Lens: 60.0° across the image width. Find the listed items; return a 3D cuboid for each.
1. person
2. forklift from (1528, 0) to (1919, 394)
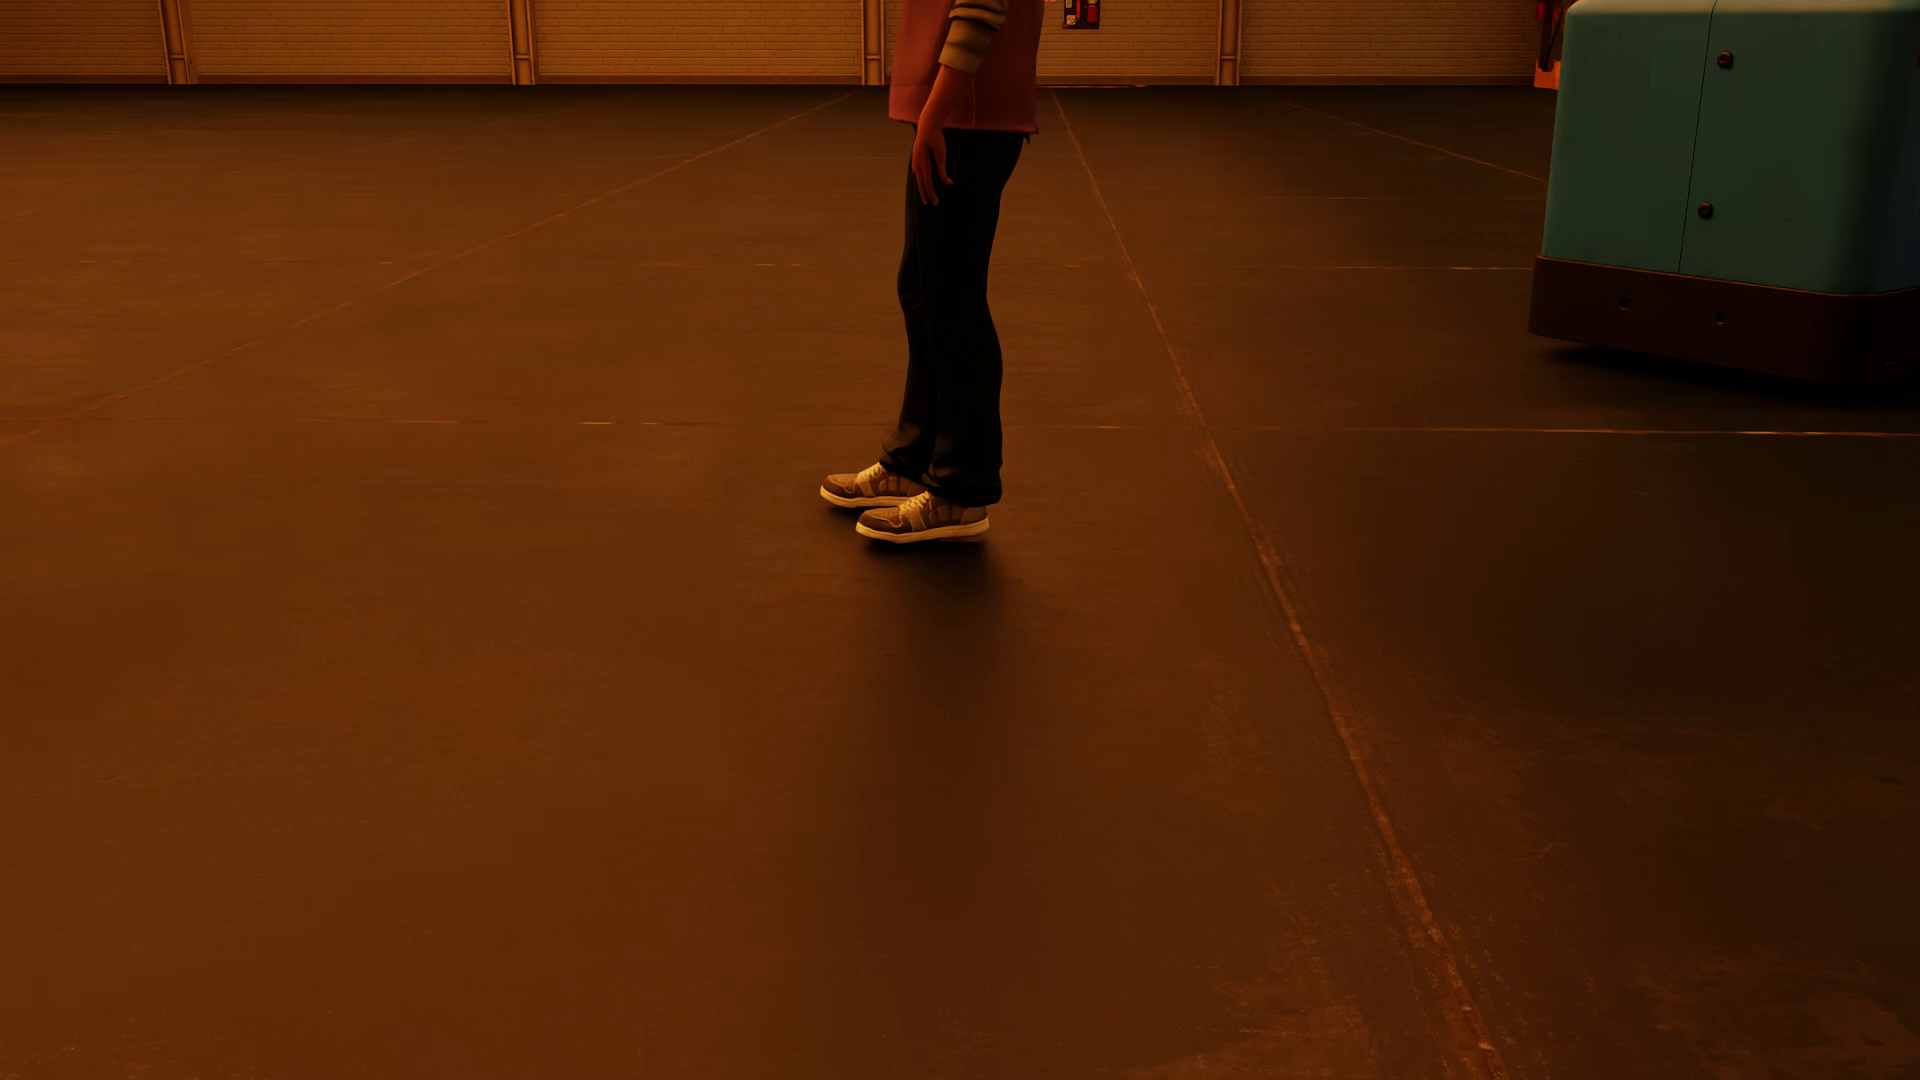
[{"bbox_3d":[-0.074,-0.774,3.148,0.473,1.599,0.521,1,17,2],"label":"person"},{"bbox_3d":[3.284,-2.126,5.274,3.031,2.935,1.130,-12,21,-34],"label":"forklift"}]
